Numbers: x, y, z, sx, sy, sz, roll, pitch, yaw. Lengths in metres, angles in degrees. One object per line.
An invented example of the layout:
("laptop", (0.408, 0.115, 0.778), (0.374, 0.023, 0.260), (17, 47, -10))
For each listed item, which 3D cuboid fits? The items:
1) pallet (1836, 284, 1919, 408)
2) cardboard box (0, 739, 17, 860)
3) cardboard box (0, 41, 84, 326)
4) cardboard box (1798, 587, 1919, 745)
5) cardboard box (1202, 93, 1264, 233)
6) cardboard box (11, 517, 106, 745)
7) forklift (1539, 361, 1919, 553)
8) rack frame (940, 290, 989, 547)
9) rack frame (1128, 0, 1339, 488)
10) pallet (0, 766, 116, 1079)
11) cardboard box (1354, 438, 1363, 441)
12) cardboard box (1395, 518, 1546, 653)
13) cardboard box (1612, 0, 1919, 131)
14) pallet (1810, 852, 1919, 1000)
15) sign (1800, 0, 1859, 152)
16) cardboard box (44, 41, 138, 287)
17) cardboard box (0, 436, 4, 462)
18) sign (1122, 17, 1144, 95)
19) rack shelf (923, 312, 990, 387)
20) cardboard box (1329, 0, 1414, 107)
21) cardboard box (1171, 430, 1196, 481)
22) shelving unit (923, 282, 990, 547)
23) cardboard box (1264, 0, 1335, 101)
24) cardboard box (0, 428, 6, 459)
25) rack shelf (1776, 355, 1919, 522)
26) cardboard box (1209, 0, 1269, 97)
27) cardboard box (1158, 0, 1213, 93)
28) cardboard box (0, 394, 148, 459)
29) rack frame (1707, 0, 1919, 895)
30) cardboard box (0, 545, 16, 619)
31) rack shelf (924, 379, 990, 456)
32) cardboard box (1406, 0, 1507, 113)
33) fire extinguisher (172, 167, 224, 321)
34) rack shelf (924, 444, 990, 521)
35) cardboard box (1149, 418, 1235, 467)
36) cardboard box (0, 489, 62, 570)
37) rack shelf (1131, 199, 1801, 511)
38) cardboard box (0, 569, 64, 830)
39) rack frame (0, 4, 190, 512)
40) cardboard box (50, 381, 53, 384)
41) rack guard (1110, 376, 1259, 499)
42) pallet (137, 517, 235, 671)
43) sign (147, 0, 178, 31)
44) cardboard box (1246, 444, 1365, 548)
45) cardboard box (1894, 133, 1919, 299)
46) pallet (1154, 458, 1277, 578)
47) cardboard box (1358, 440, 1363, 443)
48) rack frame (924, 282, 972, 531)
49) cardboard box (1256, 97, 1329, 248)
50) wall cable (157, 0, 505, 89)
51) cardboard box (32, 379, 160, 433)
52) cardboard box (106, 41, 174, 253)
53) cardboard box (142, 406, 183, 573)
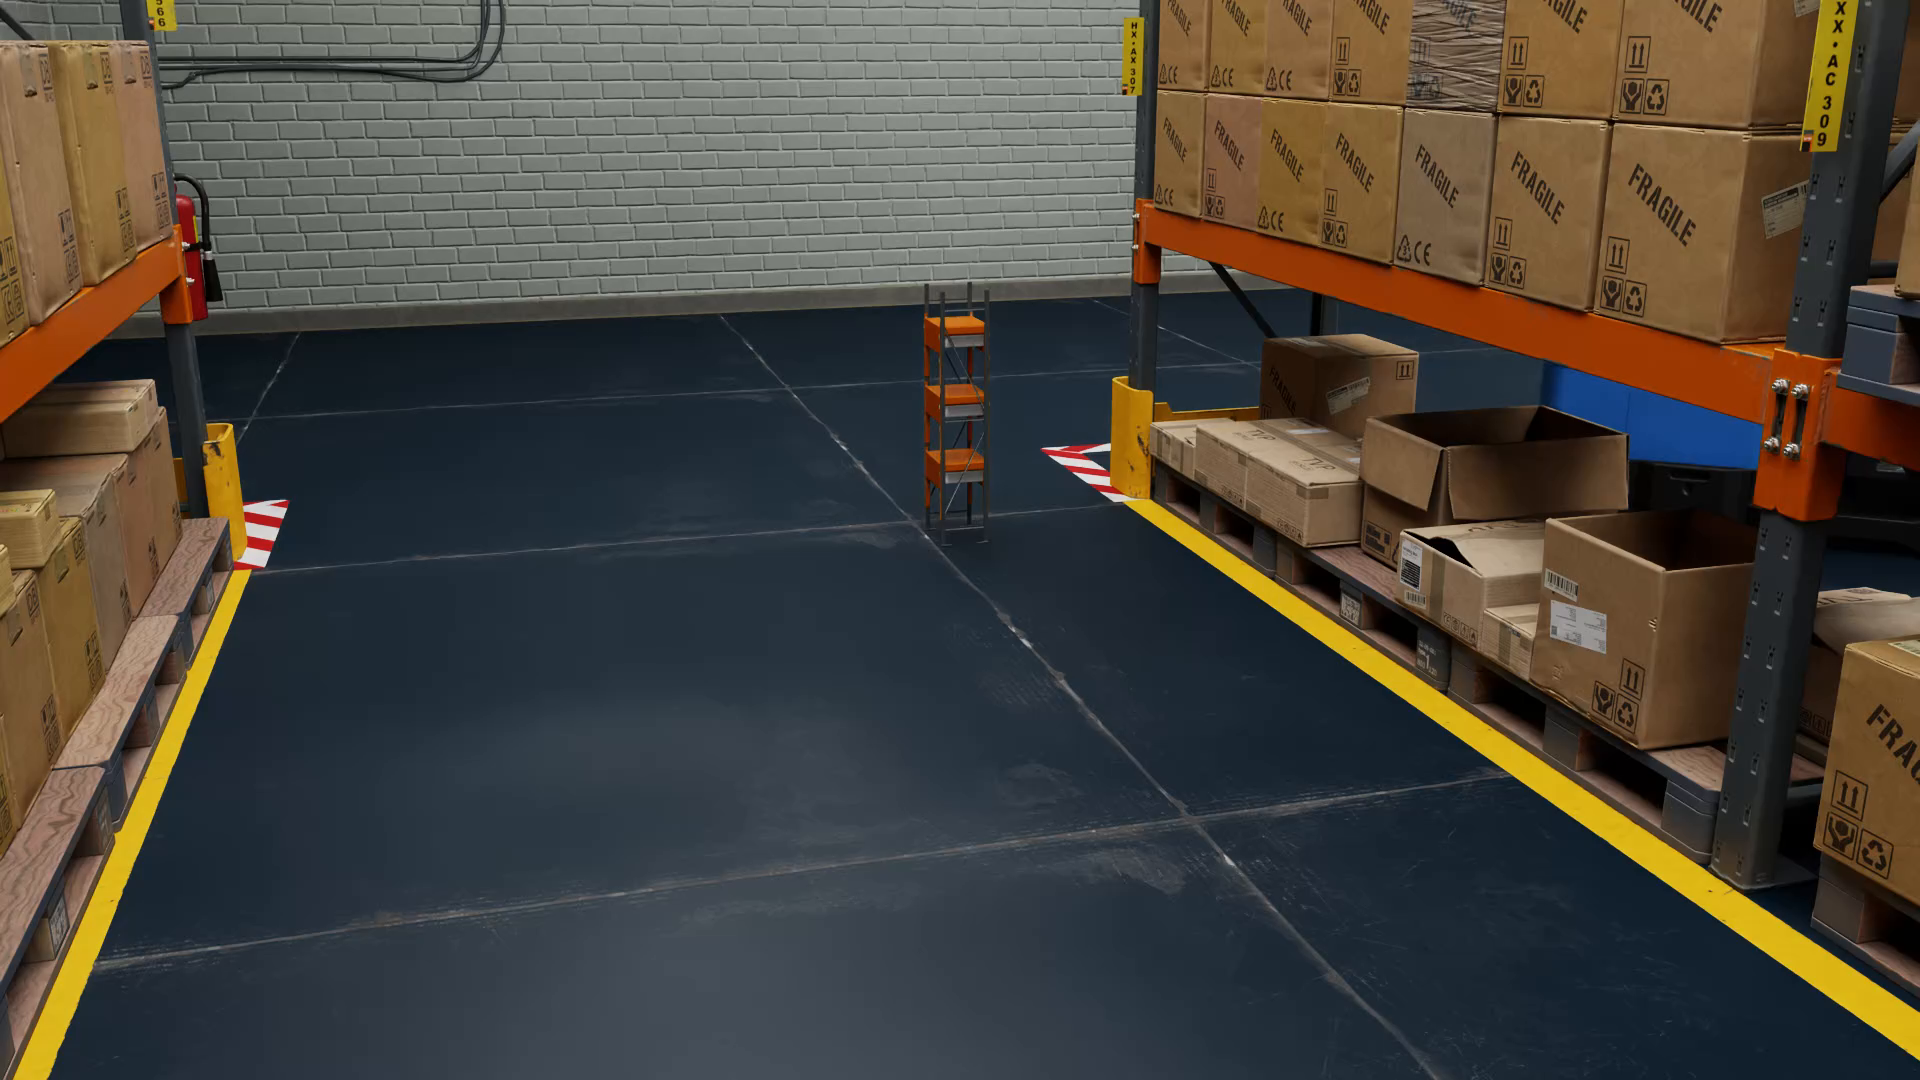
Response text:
("pallet", (2.492, -0.304, 3.085), (1.003, 0.211, 1.213), (-5, 17, -15))
("cardboard box", (-2.492, 0.548, 3.529), (0.700, 0.500, 0.500), (-4, 17, -15))
("cardboard box", (-2.923, -0.931, 4.316), (0.980, 0.700, 0.700), (-6, 18, -18))
("cardboard box", (2.470, 0.318, 4.589), (0.500, 0.311, 0.500), (-5, 17, -15))
("cardboard box", (1.293, -1.494, 6.539), (0.500, 0.500, 0.500), (-5, 17, -16))
("cardboard box", (-2.766, 0.266, 4.466), (0.700, 0.500, 0.500), (-4, 17, -14))
("forklift", (4.048, -1.462, 6.723), (3.031, 2.935, 1.130), (7, 18, 21))
("rack frame", (0.019, -0.484, 6.738), (0.200, 1.050, 0.008), (-5, 17, -15))
("rack frame", (1.278, -1.732, 7.505), (1.000, 3.000, 0.127), (-5, 17, -15))
("pallet", (-2.519, 0.886, 3.636), (1.003, 0.211, 1.213), (-5, 17, -15))
("cardboard box", (1.689, -0.336, 7.017), (0.380, 0.166, 0.250), (-5, 17, -15))
("cardboard box", (1.742, 0.108, 5.286), (0.500, 0.311, 0.500), (-5, 17, -15))
("cardboard box", (1.989, -1.272, 4.061), (0.500, 0.500, 0.500), (-5, 17, -15))
("pallet", (2.637, 0.932, 3.484), (1.003, 0.211, 1.213), (-5, 17, -15))
("sign", (1.857, -0.995, 3.547), (0.100, 0.325, 0.005), (-5, 17, -15))
("cardboard box", (-3.124, -1.143, 5.021), (0.980, 0.700, 0.700), (-5, 17, -16))
("cardboard box", (-3.214, -0.278, 5.151), (0.380, 0.149, 0.250), (-5, 17, -15))
("sign", (0.756, -2.104, 7.238), (0.100, 0.325, 0.005), (-5, 17, -15))
("rack shelf", (-0.015, -0.779, 6.772), (0.215, 0.259, 0.240), (-5, 17, -15))
("cardboard box", (1.570, -1.692, 5.460), (0.500, 0.500, 0.500), (-5, 17, -16))
("cardboard box", (1.131, -0.374, 7.143), (0.380, 0.166, 0.250), (-5, 17, -15))
("shelving unit", (-0.015, -0.518, 6.850), (0.215, 1.050, 0.252), (-5, 17, -15))
("cardboard box", (1.430, -1.833, 5.927), (0.500, 0.500, 0.500), (-4, 17, -14))
("cardboard box", (-3.282, -0.347, 5.382), (0.380, 0.149, 0.250), (-5, 17, -15))
("rack shelf", (2.927, 0.272, 2.084), (1.077, 0.370, 4.000), (-5, 17, -15))
("cardboard box", (1.297, -1.971, 6.389), (0.500, 0.500, 0.500), (-5, 17, -15))
("cardboard box", (1.146, -2.115, 6.869), (0.500, 0.500, 0.500), (-4, 17, -14))
("cardboard box", (-2.914, -0.377, 5.480), (0.380, 0.149, 0.250), (-4, 17, -14))
("rack frame", (2.377, -0.626, 3.822), (1.000, 3.000, 0.127), (-5, 17, -15))
("cardboard box", (-2.411, 0.128, 3.799), (0.380, 0.149, 0.250), (-4, 17, -13))
("rack shelf", (-0.015, -0.507, 6.853), (0.215, 0.259, 0.240), (-5, 17, -15))
("cardboard box", (1.707, -1.553, 4.996), (0.500, 0.500, 0.500), (-5, 17, -15))
("fire extinguisher", (-3.082, -1.202, 6.523), (0.296, 0.674, 0.183), (-5, 17, -15))
("rack shelf", (-0.015, -0.241, 6.933), (0.215, 0.259, 0.240), (-5, 17, -15))
("cardboard box", (1.062, -0.435, 7.376), (0.380, 0.149, 0.250), (-5, 17, -15))
("cardboard box", (-2.554, -0.016, 4.280), (0.380, 0.149, 0.250), (-5, 17, -17))
("rack shelf", (1.827, -0.835, 5.767), (1.077, 0.370, 4.000), (-5, 17, -15))
("cardboard box", (-2.627, 0.409, 3.993), (0.700, 0.500, 0.500), (-5, 17, -16))
("rack frame", (-3.481, -1.340, 6.199), (0.949, 2.616, 0.053), (-5, 17, -15))
("cardboard box", (-3.422, -0.487, 5.848), (0.380, 0.149, 0.250), (-5, 17, -15))
("rack guard", (1.299, -0.514, 7.795), (1.175, 0.500, 0.348), (-5, 17, -15))
("pallet", (-3.189, 0.211, 5.883), (1.003, 0.211, 1.213), (-5, 17, -15))
("sign", (-2.959, -2.047, 6.127), (0.100, 0.325, 0.005), (-5, 17, -15))
("cardboard box", (1.429, -0.177, 6.341), (0.500, 0.250, 0.500), (-5, 17, -15))
("cardboard box", (2.292, -0.726, 3.252), (0.700, 0.500, 0.500), (-12, 20, -34))
("pallet", (1.519, -0.155, 7.102), (1.003, 0.211, 1.213), (-5, 17, -15))
("cardboard box", (1.896, -0.230, 6.519), (0.500, 0.250, 0.500), (-5, 17, -15))
("rack frame", (-0.048, -0.551, 6.963), (0.200, 1.050, 0.008), (-5, 17, -15))
("cardboard box", (1.428, -1.355, 6.076), (0.500, 0.500, 0.500), (-5, 17, -15))
("wall cable", (-4.695, -4.318, 11.084), (3.097, 2.526, 0.112), (-5, 17, -15))
("cardboard box", (-2.985, -0.447, 5.715), (0.380, 0.149, 0.250), (-5, 17, -16))
("cardboard box", (-3.334, -1.343, 5.688), (0.980, 0.700, 0.700), (-4, 17, -13))
("cardboard box", (-3.196, -0.158, 5.879), (0.700, 0.500, 0.500), (-5, 17, -15))
